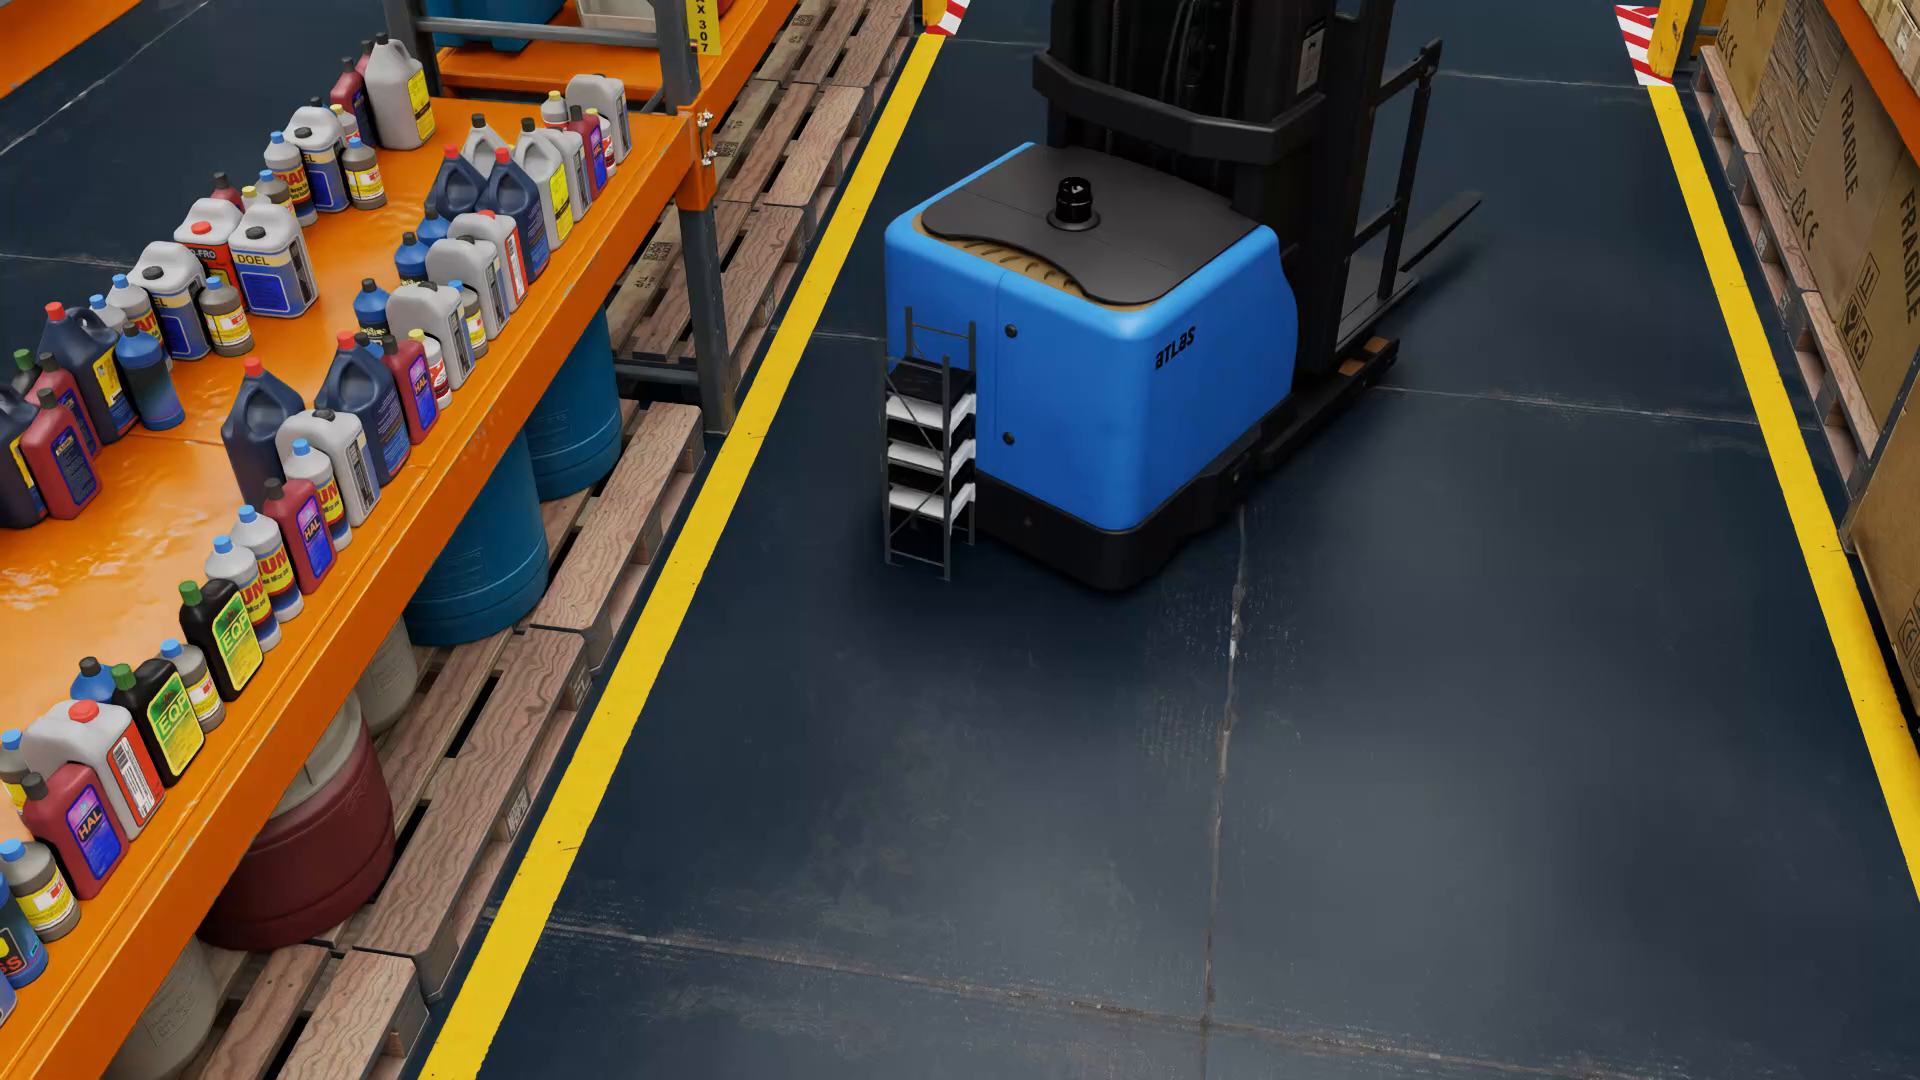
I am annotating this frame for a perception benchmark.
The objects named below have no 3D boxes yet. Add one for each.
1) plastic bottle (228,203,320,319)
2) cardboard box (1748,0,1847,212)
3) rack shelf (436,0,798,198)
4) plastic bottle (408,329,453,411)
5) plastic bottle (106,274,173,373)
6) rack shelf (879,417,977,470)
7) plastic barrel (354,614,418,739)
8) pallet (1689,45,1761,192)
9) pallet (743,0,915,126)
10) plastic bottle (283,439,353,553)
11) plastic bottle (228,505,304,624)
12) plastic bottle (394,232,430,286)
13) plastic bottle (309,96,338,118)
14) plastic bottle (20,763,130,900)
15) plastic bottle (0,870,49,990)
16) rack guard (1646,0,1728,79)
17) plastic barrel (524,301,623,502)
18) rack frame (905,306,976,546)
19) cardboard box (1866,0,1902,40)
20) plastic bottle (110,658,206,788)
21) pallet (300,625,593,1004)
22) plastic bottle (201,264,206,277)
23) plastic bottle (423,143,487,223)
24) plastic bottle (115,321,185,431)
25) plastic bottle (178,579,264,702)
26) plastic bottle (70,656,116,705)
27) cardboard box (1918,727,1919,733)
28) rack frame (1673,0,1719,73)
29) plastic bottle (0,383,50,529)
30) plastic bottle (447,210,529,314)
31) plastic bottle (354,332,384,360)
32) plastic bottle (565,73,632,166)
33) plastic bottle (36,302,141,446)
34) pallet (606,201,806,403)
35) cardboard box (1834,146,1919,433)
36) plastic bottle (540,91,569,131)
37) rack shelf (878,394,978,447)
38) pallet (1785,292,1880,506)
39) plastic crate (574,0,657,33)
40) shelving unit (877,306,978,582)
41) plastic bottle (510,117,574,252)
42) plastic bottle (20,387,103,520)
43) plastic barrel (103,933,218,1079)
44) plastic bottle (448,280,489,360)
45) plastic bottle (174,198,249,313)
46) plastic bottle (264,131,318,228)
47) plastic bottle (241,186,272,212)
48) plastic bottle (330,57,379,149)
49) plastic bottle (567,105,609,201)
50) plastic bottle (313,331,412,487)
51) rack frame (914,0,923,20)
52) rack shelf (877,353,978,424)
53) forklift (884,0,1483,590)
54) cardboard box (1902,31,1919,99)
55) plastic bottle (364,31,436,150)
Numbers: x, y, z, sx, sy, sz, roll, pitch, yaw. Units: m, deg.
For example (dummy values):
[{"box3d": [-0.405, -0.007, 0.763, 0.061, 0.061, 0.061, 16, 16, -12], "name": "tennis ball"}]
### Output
[{"box3d": [-1.817, -0.737, 4.385, 0.152, 0.276, 0.135, 6, 40, 8], "name": "plastic bottle"}, {"box3d": [4.030, -1.957, 7.101, 0.875, 0.875, 0.875, 6, 40, 8], "name": "cardboard box"}, {"box3d": [-1.005, -2.609, 7.117, 1.077, 0.370, 4.000, 6, 40, 8], "name": "rack shelf"}, {"box3d": [-1.308, -0.420, 4.060, 0.097, 0.201, 0.097, 0, 40, 0], "name": "plastic bottle"}, {"box3d": [-2.054, -0.537, 4.147, 0.097, 0.271, 0.097, 0, 40, 0], "name": "plastic bottle"}, {"box3d": [-0.102, -0.342, 5.368, 0.258, 0.077, 0.200, 16, 42, 18], "name": "rack shelf"}, {"box3d": [-1.770, 0.294, 4.663, 0.421, 0.512, 0.421, 0, 40, 0], "name": "plastic barrel"}, {"box3d": [4.158, -2.011, 8.016, 1.003, 0.211, 1.213, 6, 40, 8], "name": "pallet"}, {"box3d": [-0.840, -2.554, 8.673, 1.003, 0.211, 1.213, 6, 40, 8], "name": "pallet"}, {"box3d": [-1.403, -0.102, 3.620, 0.097, 0.271, 0.097, 0, 40, 0], "name": "plastic bottle"}, {"box3d": [-1.443, 0.043, 3.445, 0.097, 0.271, 0.097, 0, 40, 0], "name": "plastic bottle"}, {"box3d": [-1.401, -0.671, 4.308, 0.097, 0.271, 0.097, 0, 40, 0], "name": "plastic bottle"}, {"box3d": [-1.877, -1.180, 4.924, 0.097, 0.271, 0.097, 0, 40, 0], "name": "plastic bottle"}, {"box3d": [-1.548, 0.487, 2.899, 0.061, 0.283, 0.133, 6, 40, 8], "name": "plastic bottle"}, {"box3d": [-1.603, 0.623, 2.744, 0.097, 0.271, 0.097, 0, 40, 0], "name": "plastic bottle"}, {"box3d": [4.224, -2.647, 8.560, 1.175, 0.500, 0.348, 6, 40, 8], "name": "rack guard"}, {"box3d": [-1.462, -0.645, 5.493, 0.600, 0.901, 0.708, 6, 40, 8], "name": "plastic barrel"}, {"box3d": [-0.061, -0.357, 5.476, 0.240, 0.900, 0.006, 16, 42, 18], "name": "rack frame"}, {"box3d": [3.435, -1.862, 5.845, 0.380, 0.149, 0.250, 7, 40, 9], "name": "cardboard box"}, {"box3d": [-1.502, 0.318, 3.102, 0.061, 0.283, 0.133, 6, 40, 8], "name": "plastic bottle"}, {"box3d": [-1.734, 0.691, 4.749, 1.003, 0.211, 1.213, 6, 40, 8], "name": "pallet"}, {"box3d": [-2.014, -0.656, 4.345, 0.097, 0.201, 0.097, 0, 40, 0], "name": "plastic bottle"}, {"box3d": [-1.362, -0.900, 4.523, 0.144, 0.351, 0.185, 6, 40, 8], "name": "plastic bottle"}, {"box3d": [-1.945, -0.399, 3.980, 0.097, 0.271, 0.097, 0, 40, 0], "name": "plastic bottle"}, {"box3d": [-1.462, 0.174, 3.278, 0.061, 0.283, 0.133, 6, 40, 8], "name": "plastic bottle"}, {"box3d": [-1.583, 0.326, 3.103, 0.097, 0.271, 0.097, 0, 40, 0], "name": "plastic bottle"}, {"box3d": [3.282, 0.536, 4.085, 1.225, 0.875, 0.875, 5, 40, 6], "name": "cardboard box"}, {"box3d": [4.219, -3.596, 7.745, 1.000, 3.000, 0.127, 6, 40, 8], "name": "rack frame"}, {"box3d": [-2.127, -0.216, 3.696, 0.144, 0.351, 0.185, 6, 40, 8], "name": "plastic bottle"}, {"box3d": [-1.251, -0.755, 4.406, 0.152, 0.276, 0.135, 6, 40, 8], "name": "plastic bottle"}, {"box3d": [-1.391, -0.370, 3.945, 0.097, 0.271, 0.097, 0, 40, 0], "name": "plastic bottle"}, {"box3d": [-1.101, -1.301, 5.067, 0.152, 0.276, 0.135, 6, 40, 8], "name": "plastic bottle"}, {"box3d": [-2.072, -0.415, 3.937, 0.144, 0.351, 0.185, 6, 40, 8], "name": "plastic bottle"}, {"box3d": [-1.262, -1.023, 6.821, 1.003, 0.211, 1.213, 6, 40, 8], "name": "pallet"}, {"box3d": [3.720, -0.834, 5.742, 0.875, 0.875, 0.875, 6, 40, 8], "name": "cardboard box"}, {"box3d": [-1.227, -1.274, 5.093, 0.097, 0.201, 0.097, 0, 40, 0], "name": "plastic bottle"}, {"box3d": [-0.102, -0.411, 5.311, 0.258, 0.077, 0.200, 16, 42, 18], "name": "rack shelf"}, {"box3d": [3.736, -0.479, 6.164, 1.003, 0.211, 1.213, 6, 40, 8], "name": "pallet"}, {"box3d": [-1.130, -1.829, 5.768, 0.396, 0.136, 0.243, 6, 40, 8], "name": "plastic crate"}, {"box3d": [-0.102, -0.298, 5.404, 0.258, 0.900, 0.210, 16, 42, 18], "name": "shelving unit"}, {"box3d": [-1.188, -1.000, 4.644, 0.144, 0.351, 0.185, 6, 40, 8], "name": "plastic bottle"}, {"box3d": [-2.022, -0.195, 3.723, 0.061, 0.283, 0.133, 6, 40, 8], "name": "plastic bottle"}, {"box3d": [-1.966, 1.003, 3.806, 0.421, 0.512, 0.421, 0, 40, 0], "name": "plastic barrel"}, {"box3d": [-1.268, -0.566, 4.236, 0.097, 0.201, 0.097, 0, 40, 0], "name": "plastic bottle"}, {"box3d": [-1.967, -0.754, 4.405, 0.152, 0.276, 0.135, 6, 40, 8], "name": "plastic bottle"}, {"box3d": [-1.917, -1.034, 4.748, 0.097, 0.271, 0.097, 0, 40, 0], "name": "plastic bottle"}, {"box3d": [-1.950, -0.885, 4.622, 0.097, 0.201, 0.097, 0, 40, 0], "name": "plastic bottle"}, {"box3d": [-1.858, -1.320, 5.084, 0.061, 0.283, 0.133, 6, 40, 8], "name": "plastic bottle"}, {"box3d": [-1.096, -1.153, 4.883, 0.061, 0.283, 0.133, 6, 40, 8], "name": "plastic bottle"}, {"box3d": [-1.378, -0.308, 3.808, 0.144, 0.351, 0.185, 6, 40, 8], "name": "plastic bottle"}, {"box3d": [-0.659, -4.142, 8.406, 1.000, 3.000, 0.127, 6, 40, 8], "name": "rack frame"}, {"box3d": [-0.102, -0.480, 5.253, 0.258, 0.077, 0.200, 16, 42, 18], "name": "rack shelf"}, {"box3d": [1.058, -1.842, 5.678, 1.130, 2.935, 3.031, 27, 47, 29], "name": "forklift"}, {"box3d": [3.346, -1.539, 5.454, 0.380, 0.149, 0.250, 6, 40, 7], "name": "cardboard box"}, {"box3d": [-1.738, -1.402, 5.130, 0.144, 0.351, 0.185, 6, 40, 8], "name": "plastic bottle"}]
